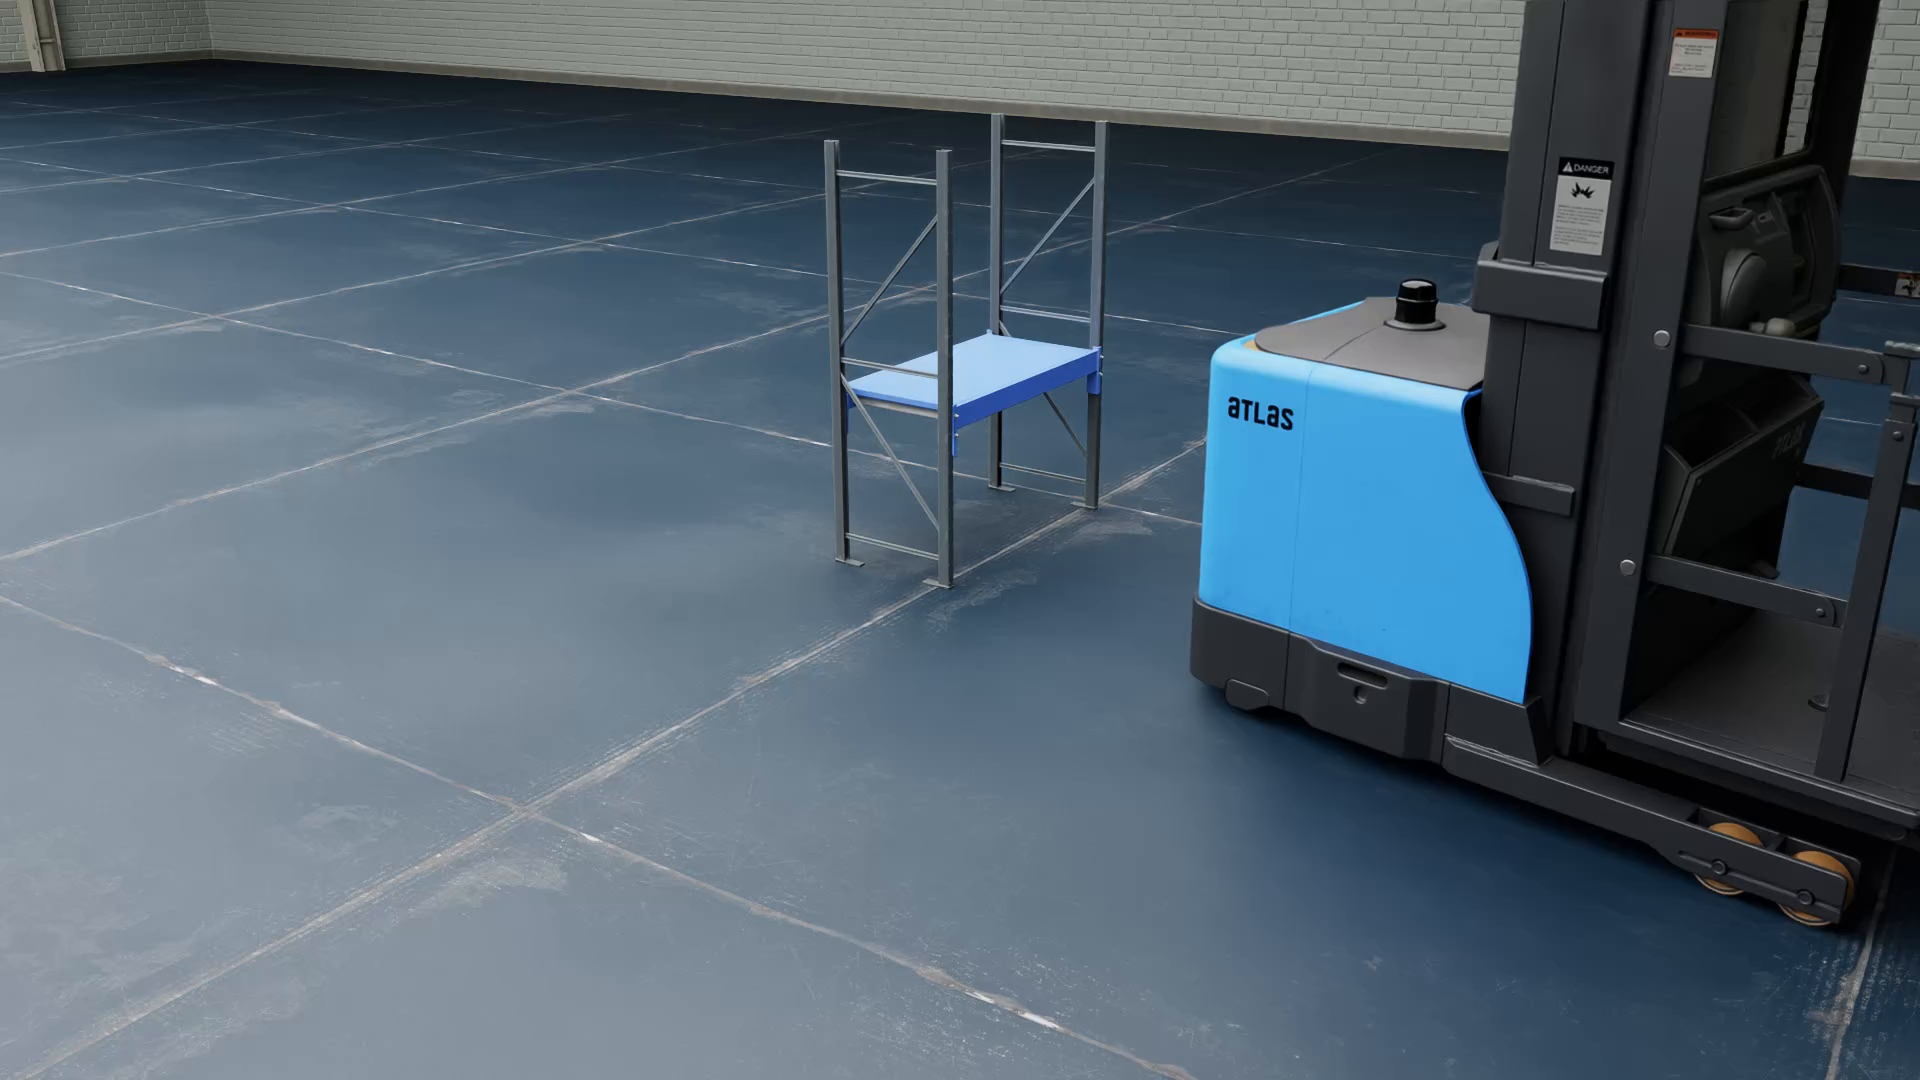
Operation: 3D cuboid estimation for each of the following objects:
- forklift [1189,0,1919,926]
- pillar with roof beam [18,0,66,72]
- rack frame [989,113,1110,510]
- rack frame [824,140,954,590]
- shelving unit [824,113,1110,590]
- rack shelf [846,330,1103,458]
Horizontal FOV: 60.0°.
[{"bbox_3d":[2.113,-0.687,3.897,3.031,2.935,1.130,18,27,40],"label":"forklift"},{"bbox_3d":[-10.950,-10.859,22.651,9.100,9.000,0.400,13,24,32],"label":"pillar with roof beam"},{"bbox_3d":[0.334,-0.874,6.465,0.500,1.500,0.032,13,24,32],"label":"rack frame"},{"bbox_3d":[-0.238,-0.582,5.677,0.500,1.500,0.032,13,24,32],"label":"rack frame"},{"bbox_3d":[0.048,-0.728,6.071,0.538,1.500,1.048,13,24,32],"label":"shelving unit"},{"bbox_3d":[0.048,-0.559,6.133,0.538,0.185,1.000,13,24,32],"label":"rack shelf"}]
